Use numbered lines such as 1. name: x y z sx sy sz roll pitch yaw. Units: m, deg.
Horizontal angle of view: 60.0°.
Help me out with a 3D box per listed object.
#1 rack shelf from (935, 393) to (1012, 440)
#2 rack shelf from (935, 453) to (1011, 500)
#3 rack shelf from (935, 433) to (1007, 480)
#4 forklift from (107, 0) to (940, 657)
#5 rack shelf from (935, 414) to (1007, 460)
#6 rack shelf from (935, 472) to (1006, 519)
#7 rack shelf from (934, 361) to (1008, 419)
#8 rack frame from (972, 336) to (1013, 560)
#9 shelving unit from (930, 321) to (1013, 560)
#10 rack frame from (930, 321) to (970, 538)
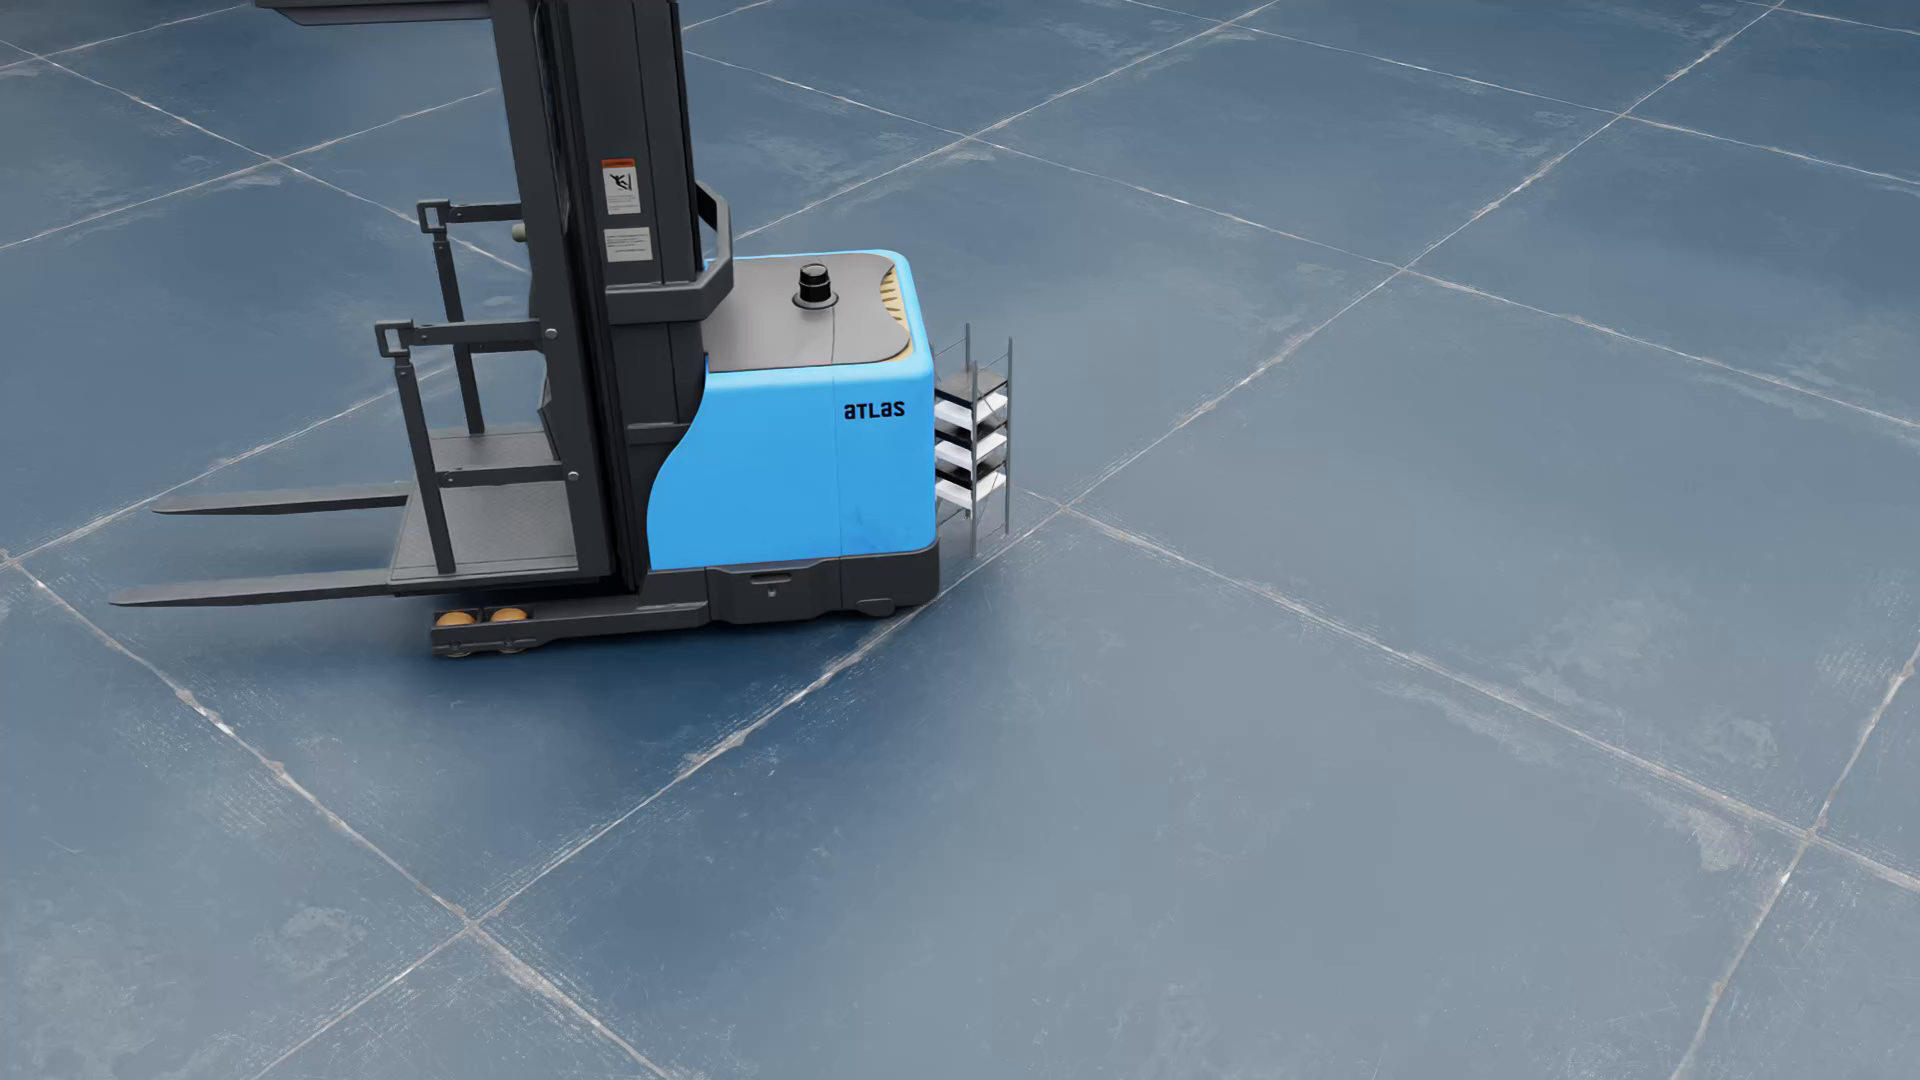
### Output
1. rack shelf: 0.043 -0.500 6.425 0.200 0.077 0.258 24 41 31
2. rack shelf: 0.043 -0.278 6.578 0.200 0.077 0.258 24 41 31
3. rack shelf: 0.043 -0.352 6.527 0.200 0.077 0.258 24 41 31
4. forklift: -1.635 -1.095 5.756 3.031 2.935 1.130 -4 35 -6
5. rack shelf: 0.043 -0.426 6.476 0.200 0.077 0.258 24 41 31
6. rack shelf: 0.043 -0.204 6.629 0.200 0.077 0.258 24 41 31
7. rack shelf: 0.043 -0.575 6.374 0.200 0.077 0.258 24 41 31
8. rack frame: 0.123 -0.344 6.456 0.006 0.900 0.240 24 41 31
9. shelving unit: 0.043 -0.380 6.508 0.210 0.900 0.258 24 41 31
10. rack frame: -0.037 -0.415 6.559 0.006 0.900 0.240 24 41 31
